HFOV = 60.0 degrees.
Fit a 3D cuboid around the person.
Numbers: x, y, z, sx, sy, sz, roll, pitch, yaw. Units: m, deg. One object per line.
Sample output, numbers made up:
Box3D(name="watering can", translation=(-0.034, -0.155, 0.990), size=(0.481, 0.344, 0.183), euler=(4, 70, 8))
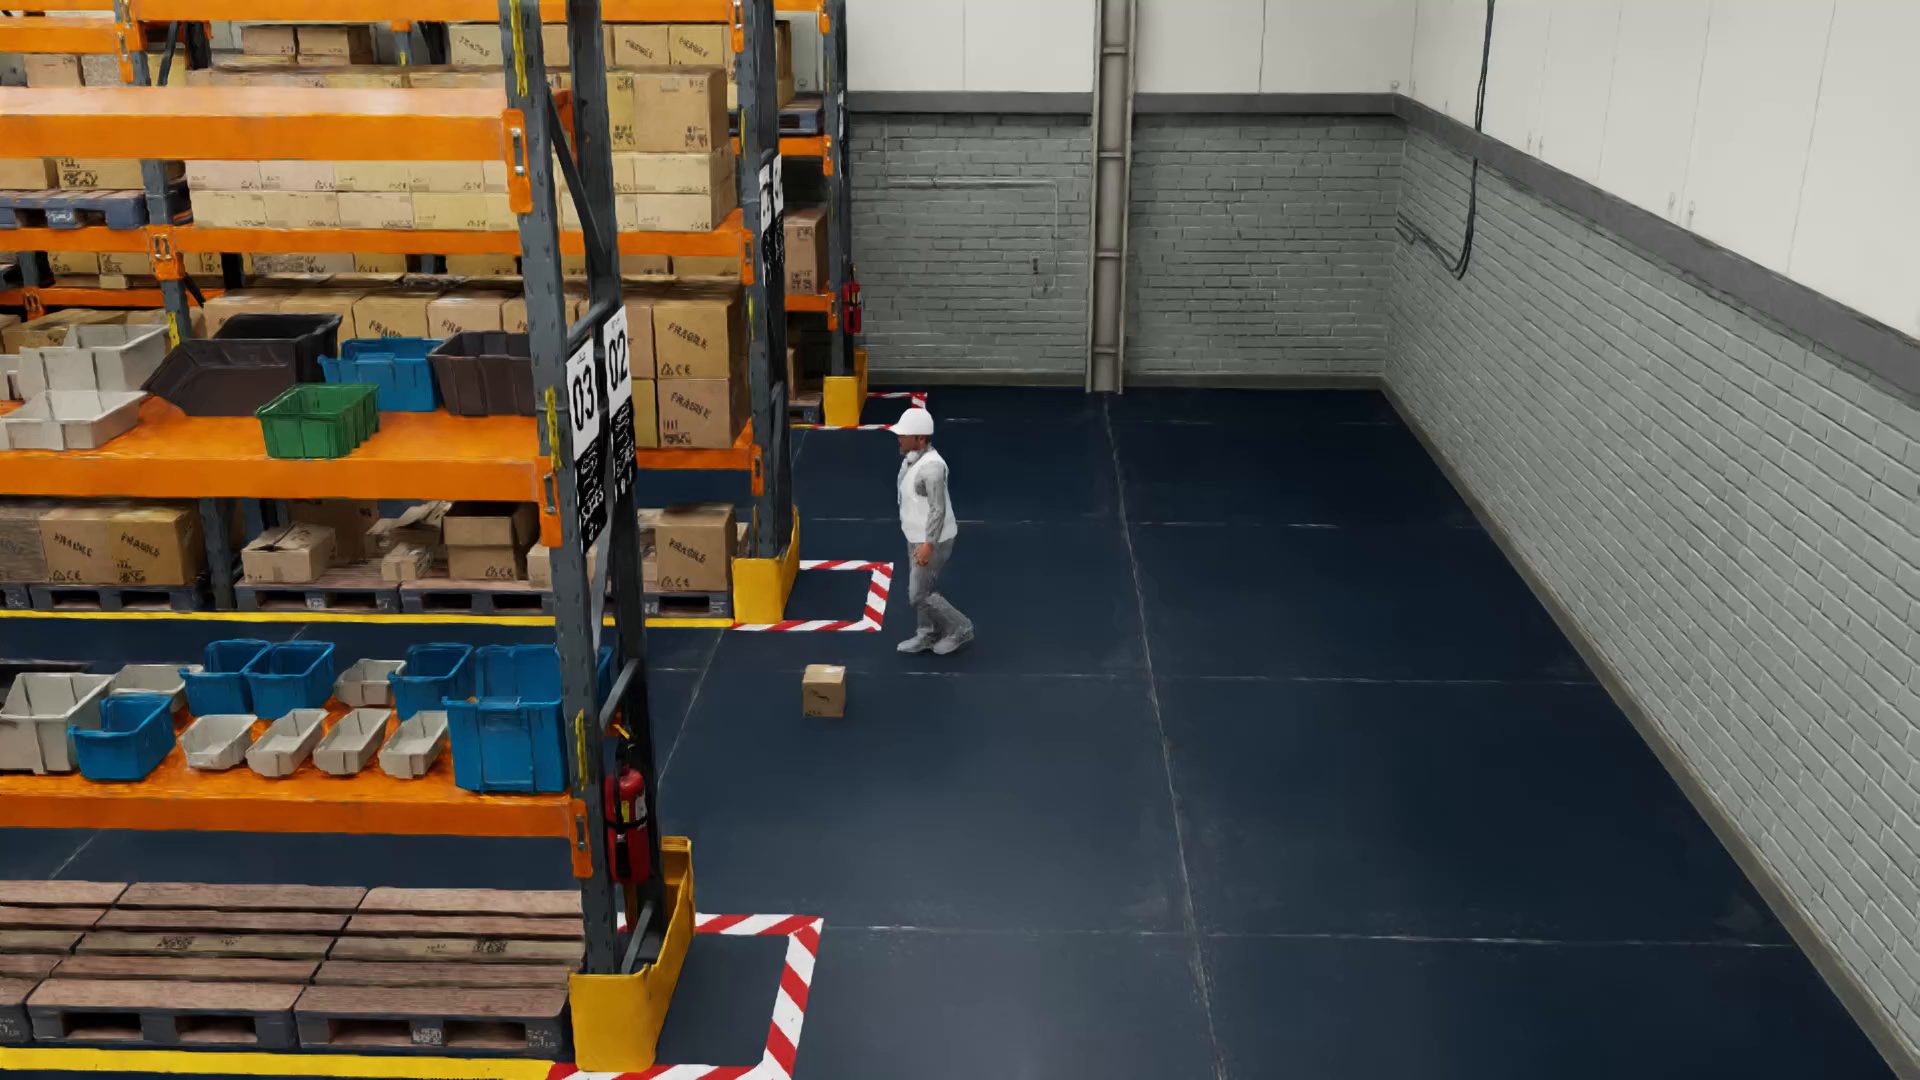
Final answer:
Box3D(name="person", translation=(-0.198, -0.046, 11.158), size=(0.540, 1.770, 0.553), euler=(-6, 22, -16))
